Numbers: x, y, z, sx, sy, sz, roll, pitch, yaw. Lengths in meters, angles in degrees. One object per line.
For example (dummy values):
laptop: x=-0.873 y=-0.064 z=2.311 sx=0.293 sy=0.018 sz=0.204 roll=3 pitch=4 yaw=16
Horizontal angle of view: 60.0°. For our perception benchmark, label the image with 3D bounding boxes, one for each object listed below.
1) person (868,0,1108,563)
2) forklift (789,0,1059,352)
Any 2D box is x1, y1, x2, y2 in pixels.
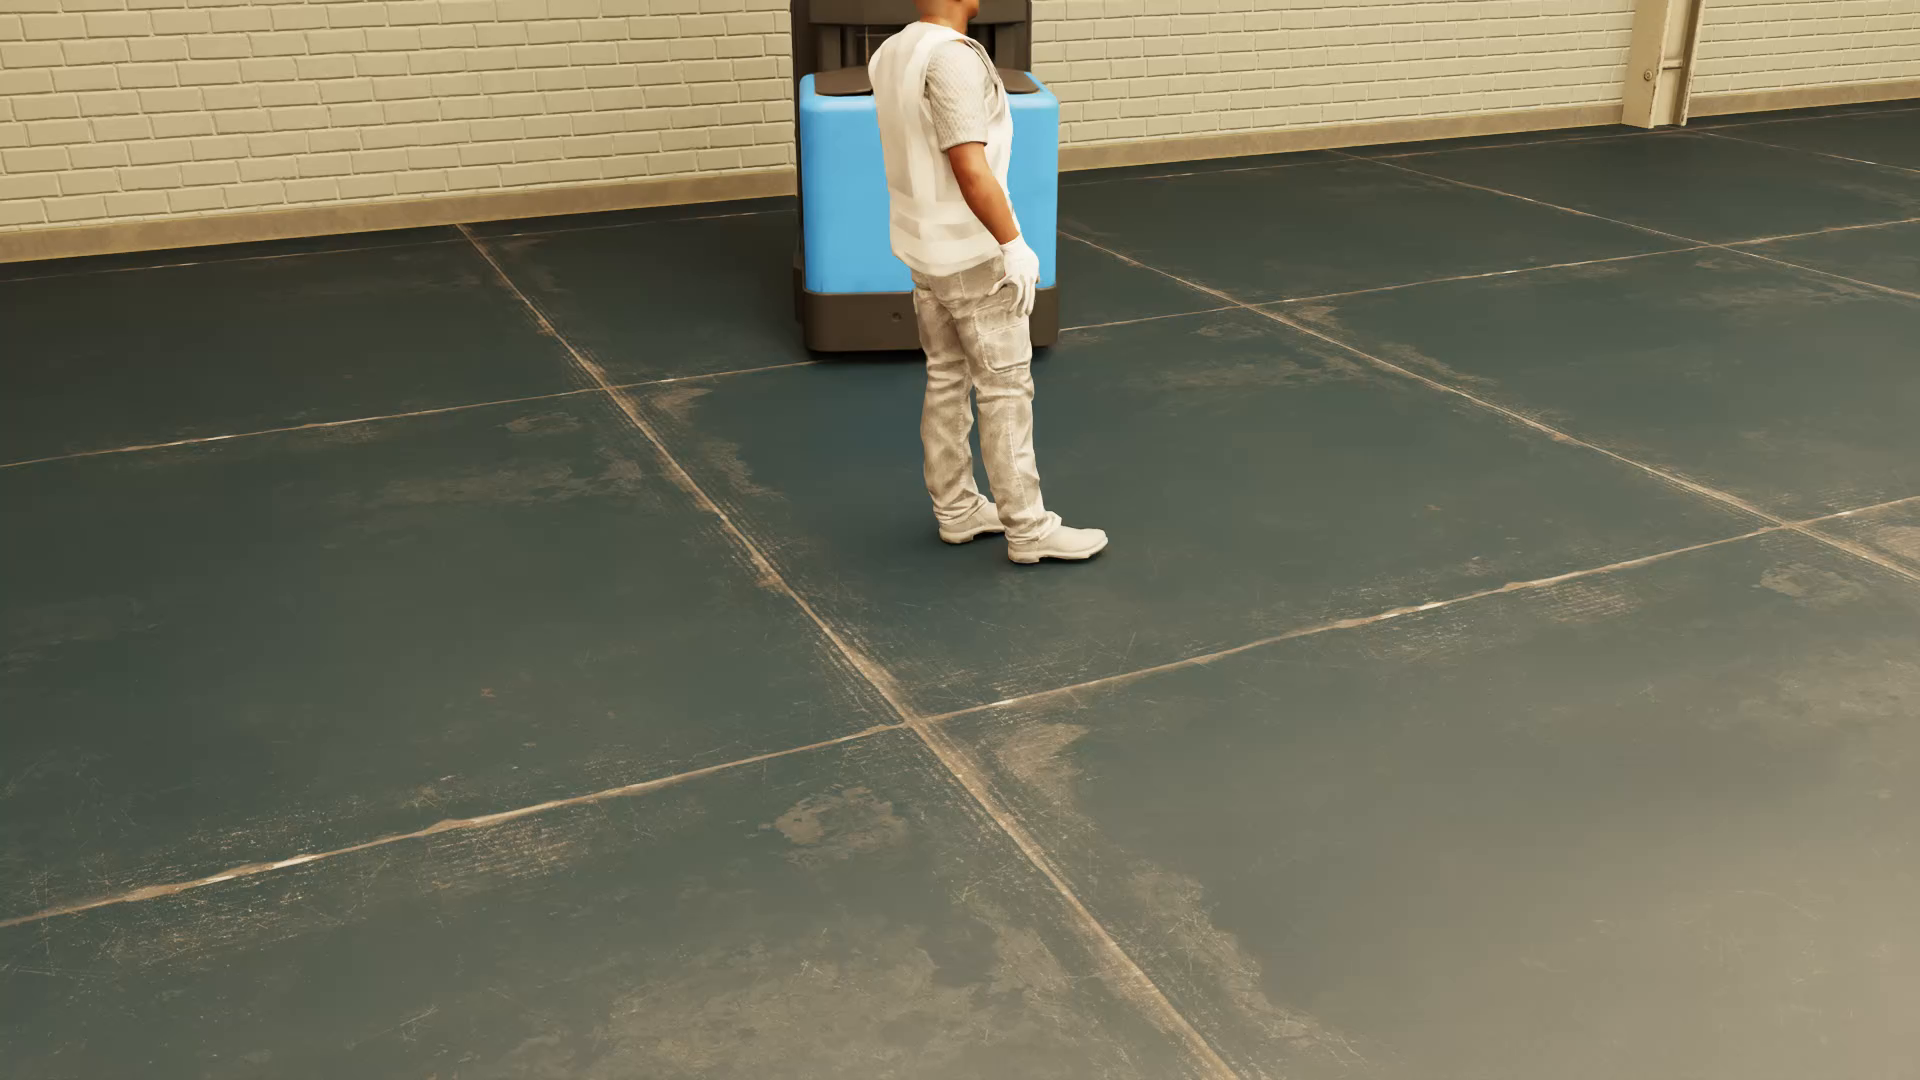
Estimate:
person: x=0.068 y=-0.839 z=4.783 sx=0.577 sy=1.781 sz=0.656 roll=-10 pitch=25 yaw=-23
forklift: x=-0.242 y=-2.645 z=7.653 sx=1.130 sy=2.935 sz=3.031 roll=-2 pitch=23 yaw=-5
